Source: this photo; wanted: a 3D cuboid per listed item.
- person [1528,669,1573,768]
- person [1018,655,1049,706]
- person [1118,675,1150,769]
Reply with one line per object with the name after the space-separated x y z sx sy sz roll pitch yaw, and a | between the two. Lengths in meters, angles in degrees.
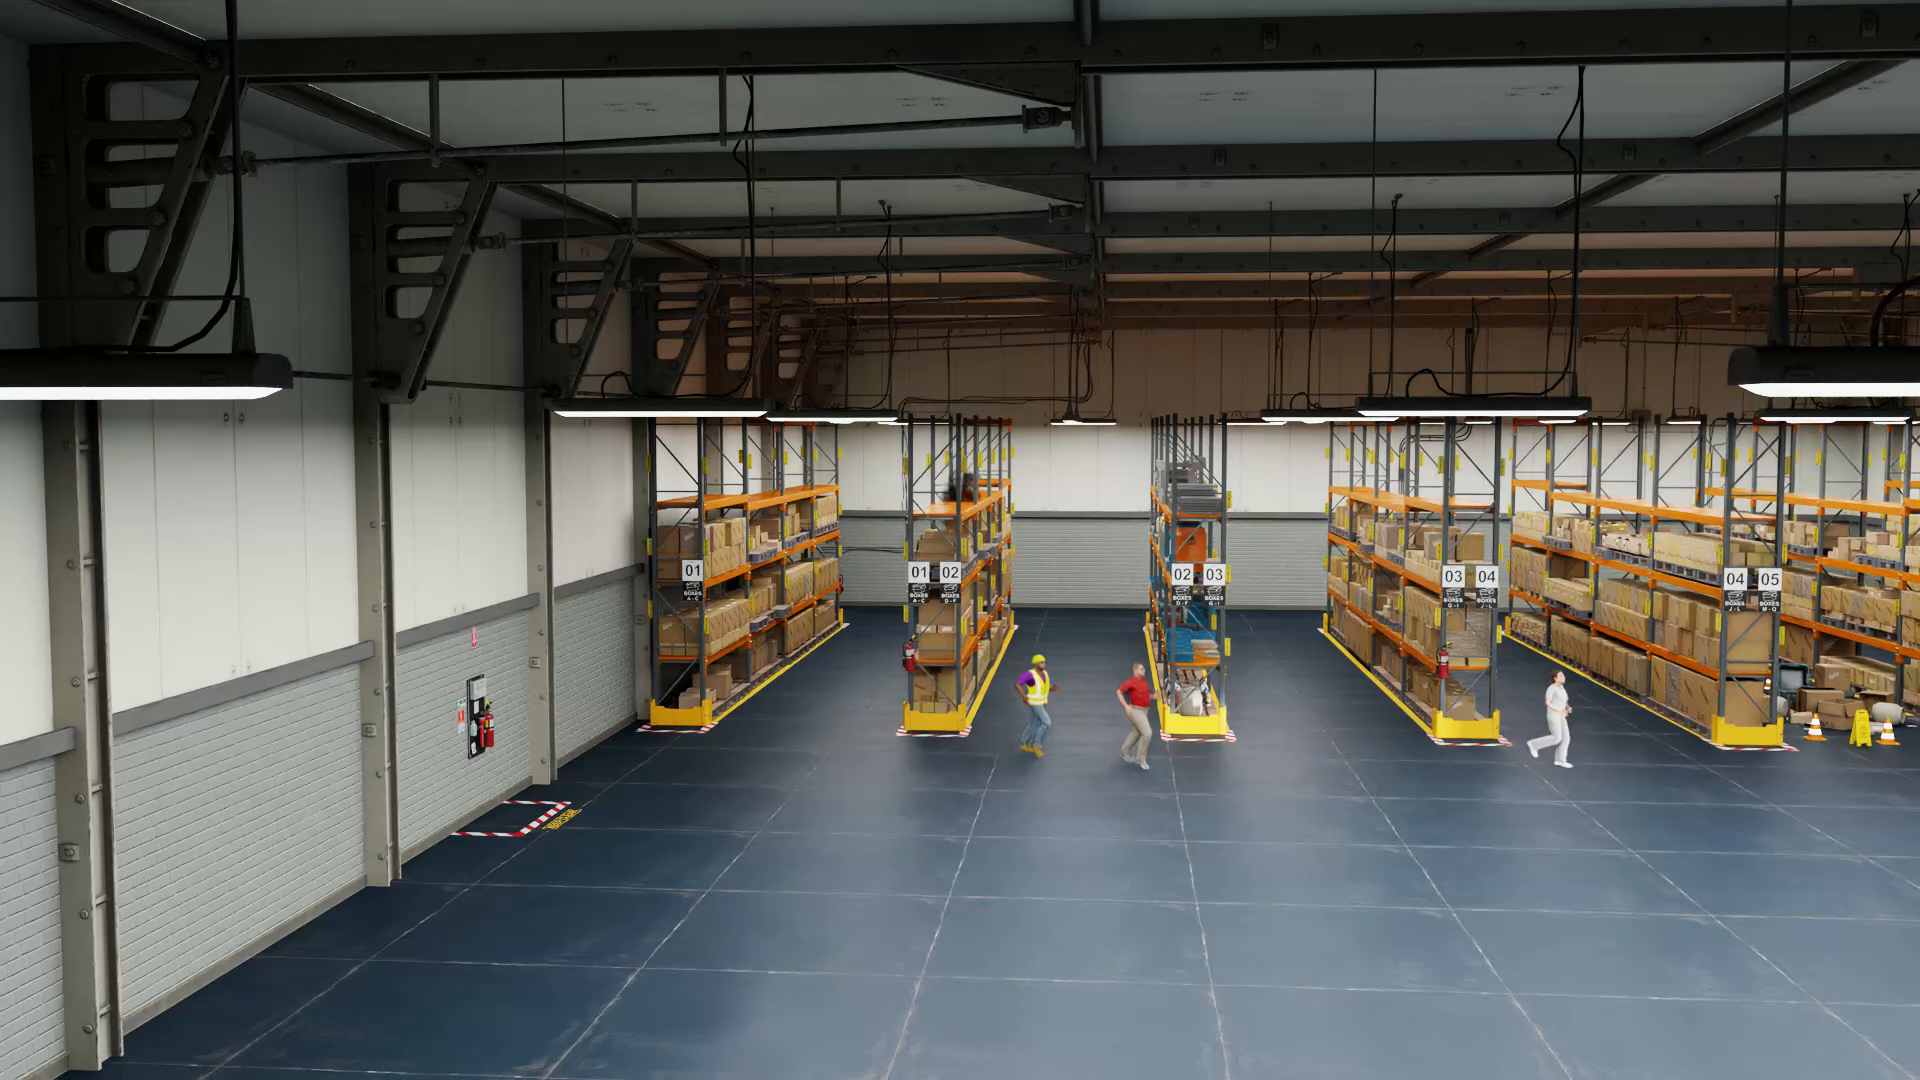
10.086 3.012 28.280 0.734 1.653 0.572 4 5 43 | person
1.330 2.439 29.066 0.465 0.893 0.642 2 5 32 | person
2.975 3.081 28.156 0.642 1.599 0.611 2 4 28 | person
